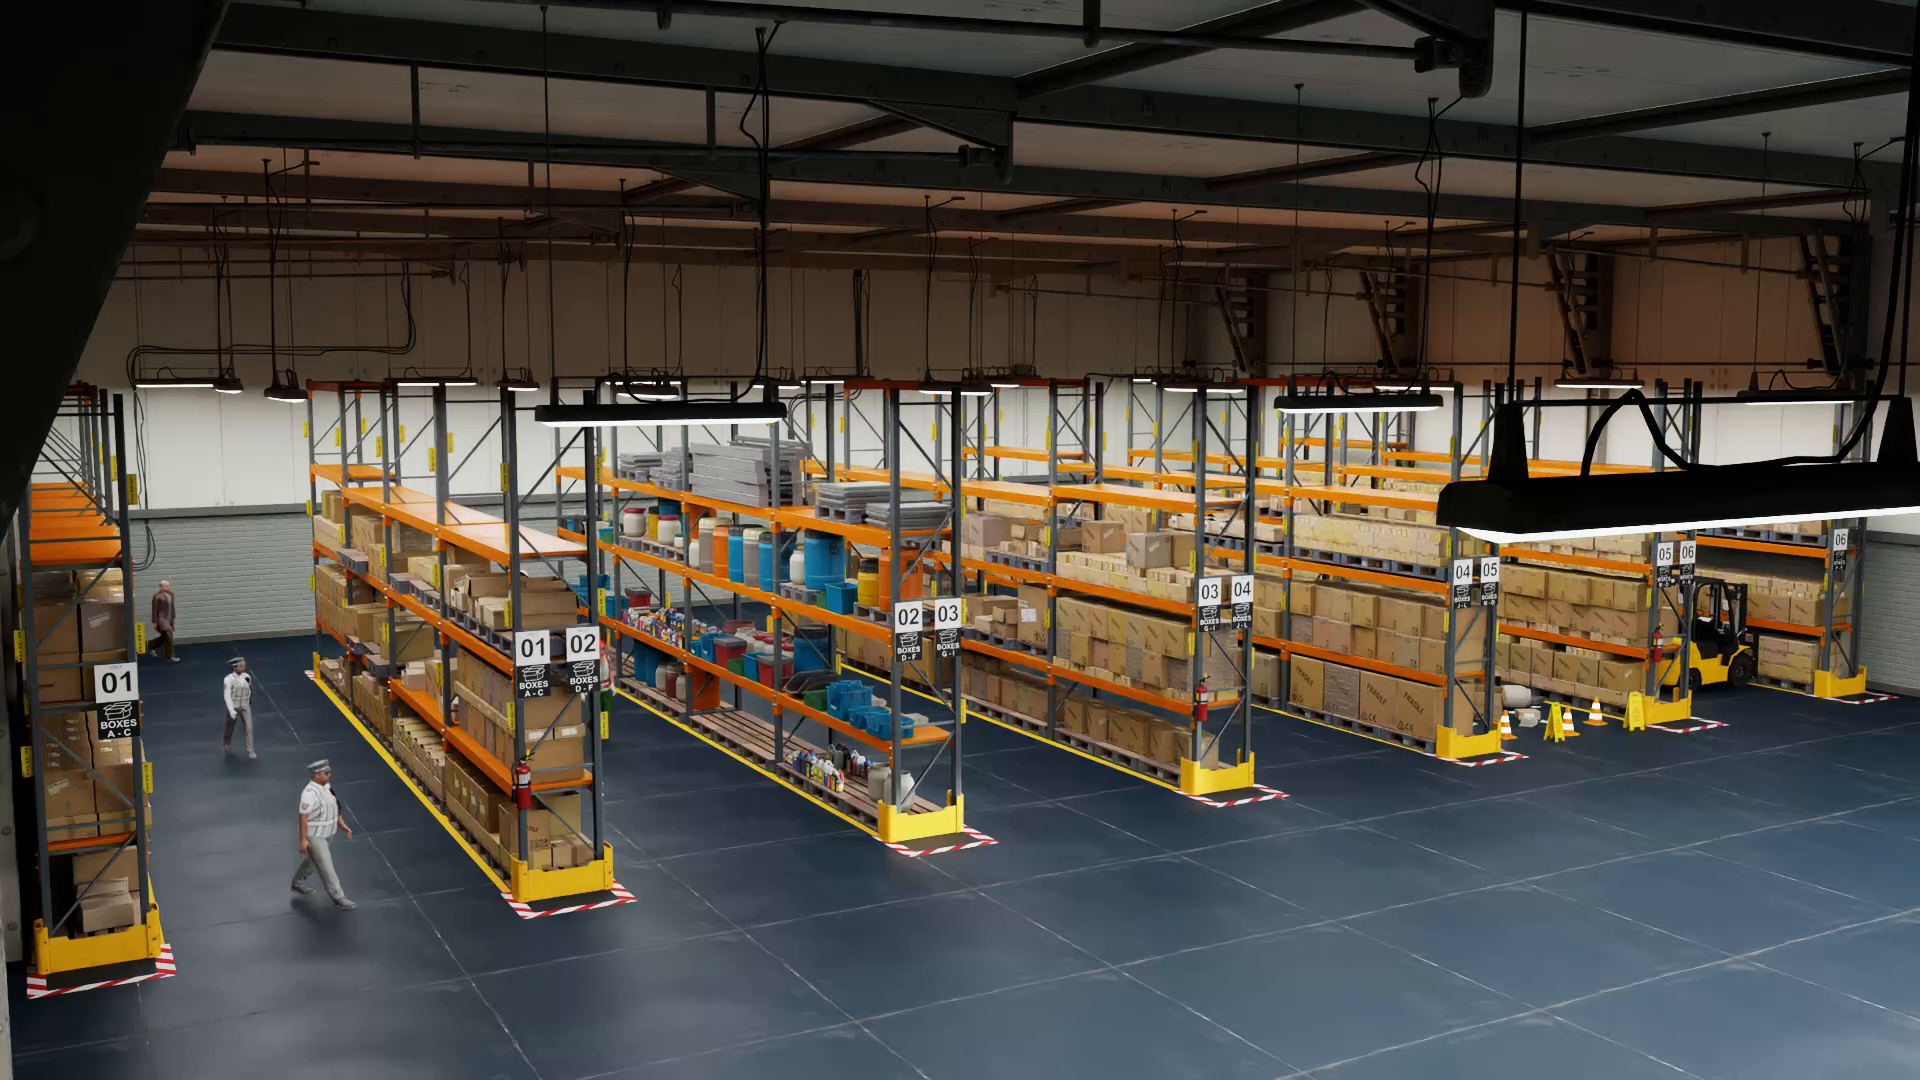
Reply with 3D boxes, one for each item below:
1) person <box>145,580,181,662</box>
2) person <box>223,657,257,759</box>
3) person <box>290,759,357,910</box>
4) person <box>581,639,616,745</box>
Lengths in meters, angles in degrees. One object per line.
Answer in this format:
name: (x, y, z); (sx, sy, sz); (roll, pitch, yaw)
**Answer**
person: (-16.938, 1.705, 35.281); (0.982, 1.742, 0.588); (1, 6, 11)
person: (-11.588, 2.669, 26.685); (0.467, 1.619, 1.070); (-5, 8, -39)
person: (-7.448, 3.393, 19.411); (1.116, 1.685, 0.622); (2, 6, 19)
person: (-6.104, 2.511, 27.781); (0.624, 1.764, 0.699); (-6, 8, -44)
